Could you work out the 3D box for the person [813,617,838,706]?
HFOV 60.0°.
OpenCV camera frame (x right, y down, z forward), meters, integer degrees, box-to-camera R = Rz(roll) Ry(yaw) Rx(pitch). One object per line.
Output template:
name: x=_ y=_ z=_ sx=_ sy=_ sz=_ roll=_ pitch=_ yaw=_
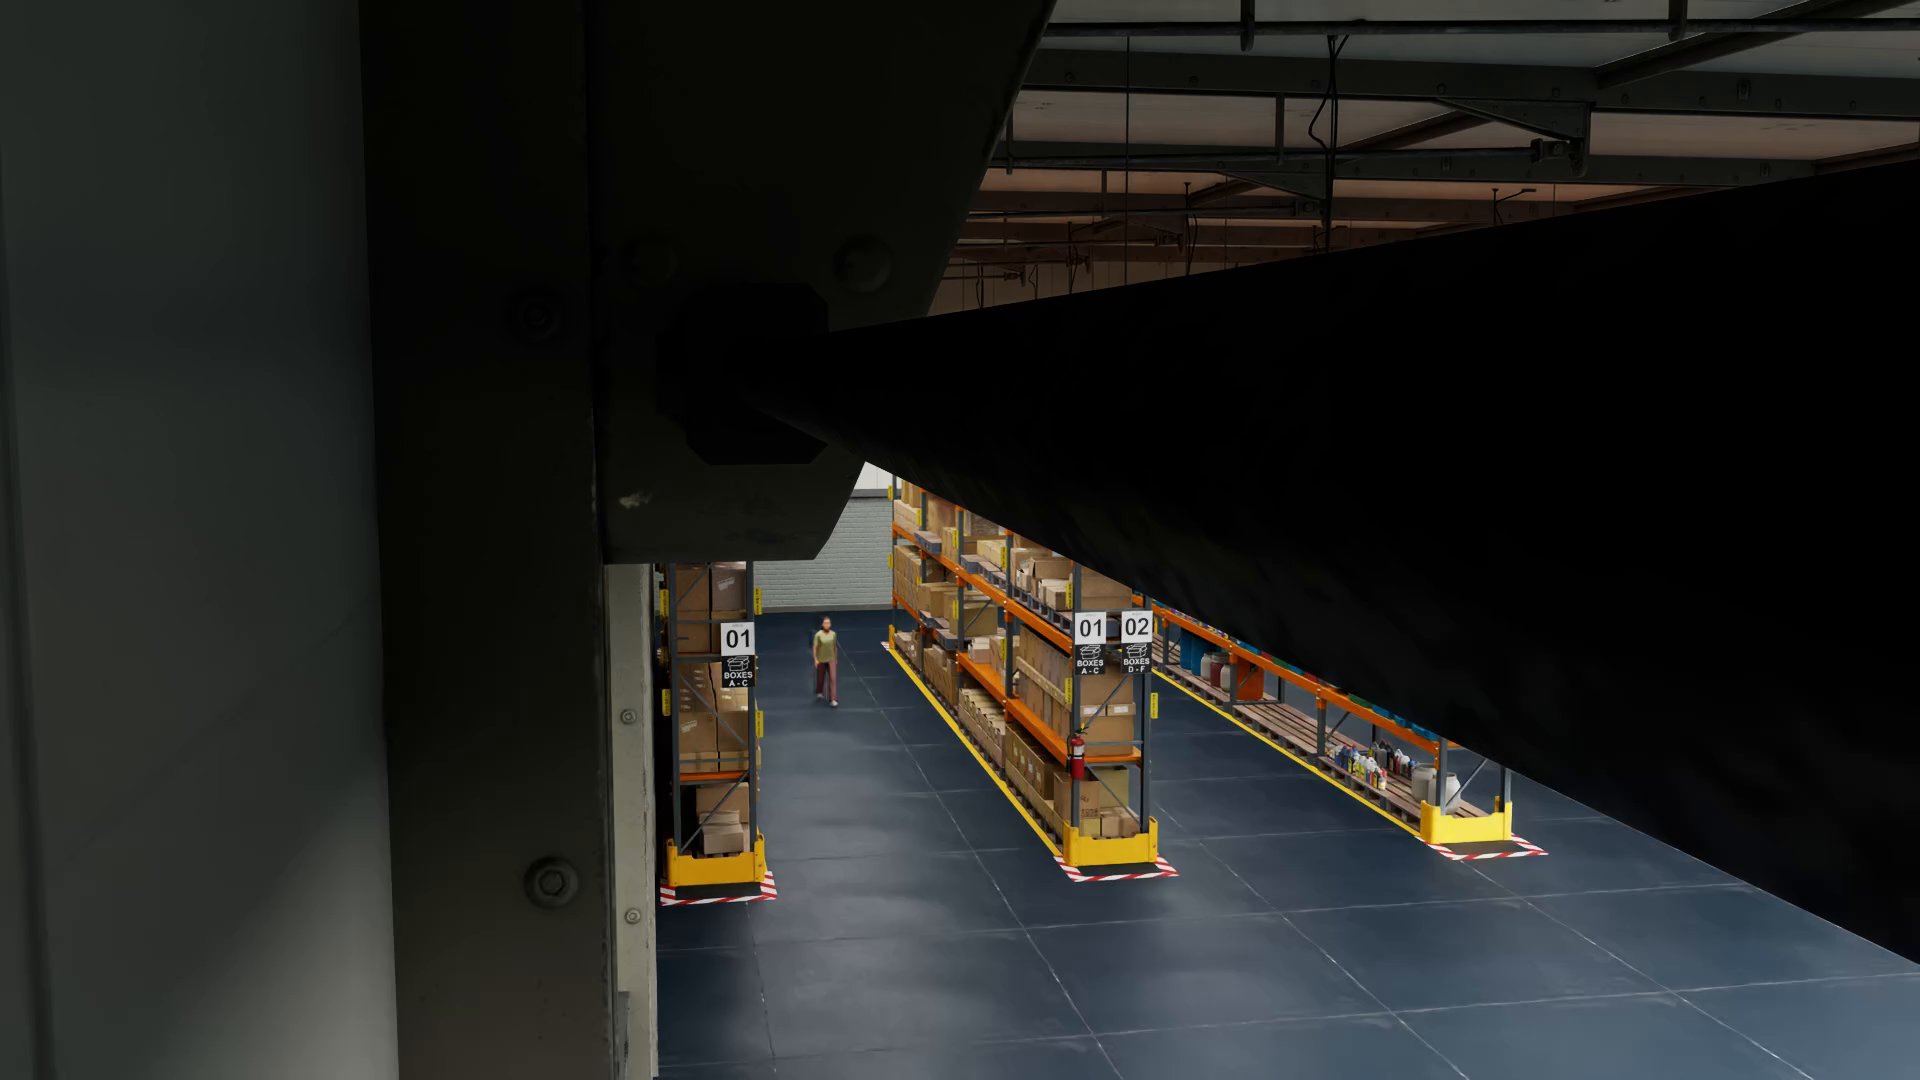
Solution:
person: x=-2.471 y=2.211 z=30.604 sx=0.486 sy=1.610 sz=1.085 roll=-2 pitch=6 yaw=-16
